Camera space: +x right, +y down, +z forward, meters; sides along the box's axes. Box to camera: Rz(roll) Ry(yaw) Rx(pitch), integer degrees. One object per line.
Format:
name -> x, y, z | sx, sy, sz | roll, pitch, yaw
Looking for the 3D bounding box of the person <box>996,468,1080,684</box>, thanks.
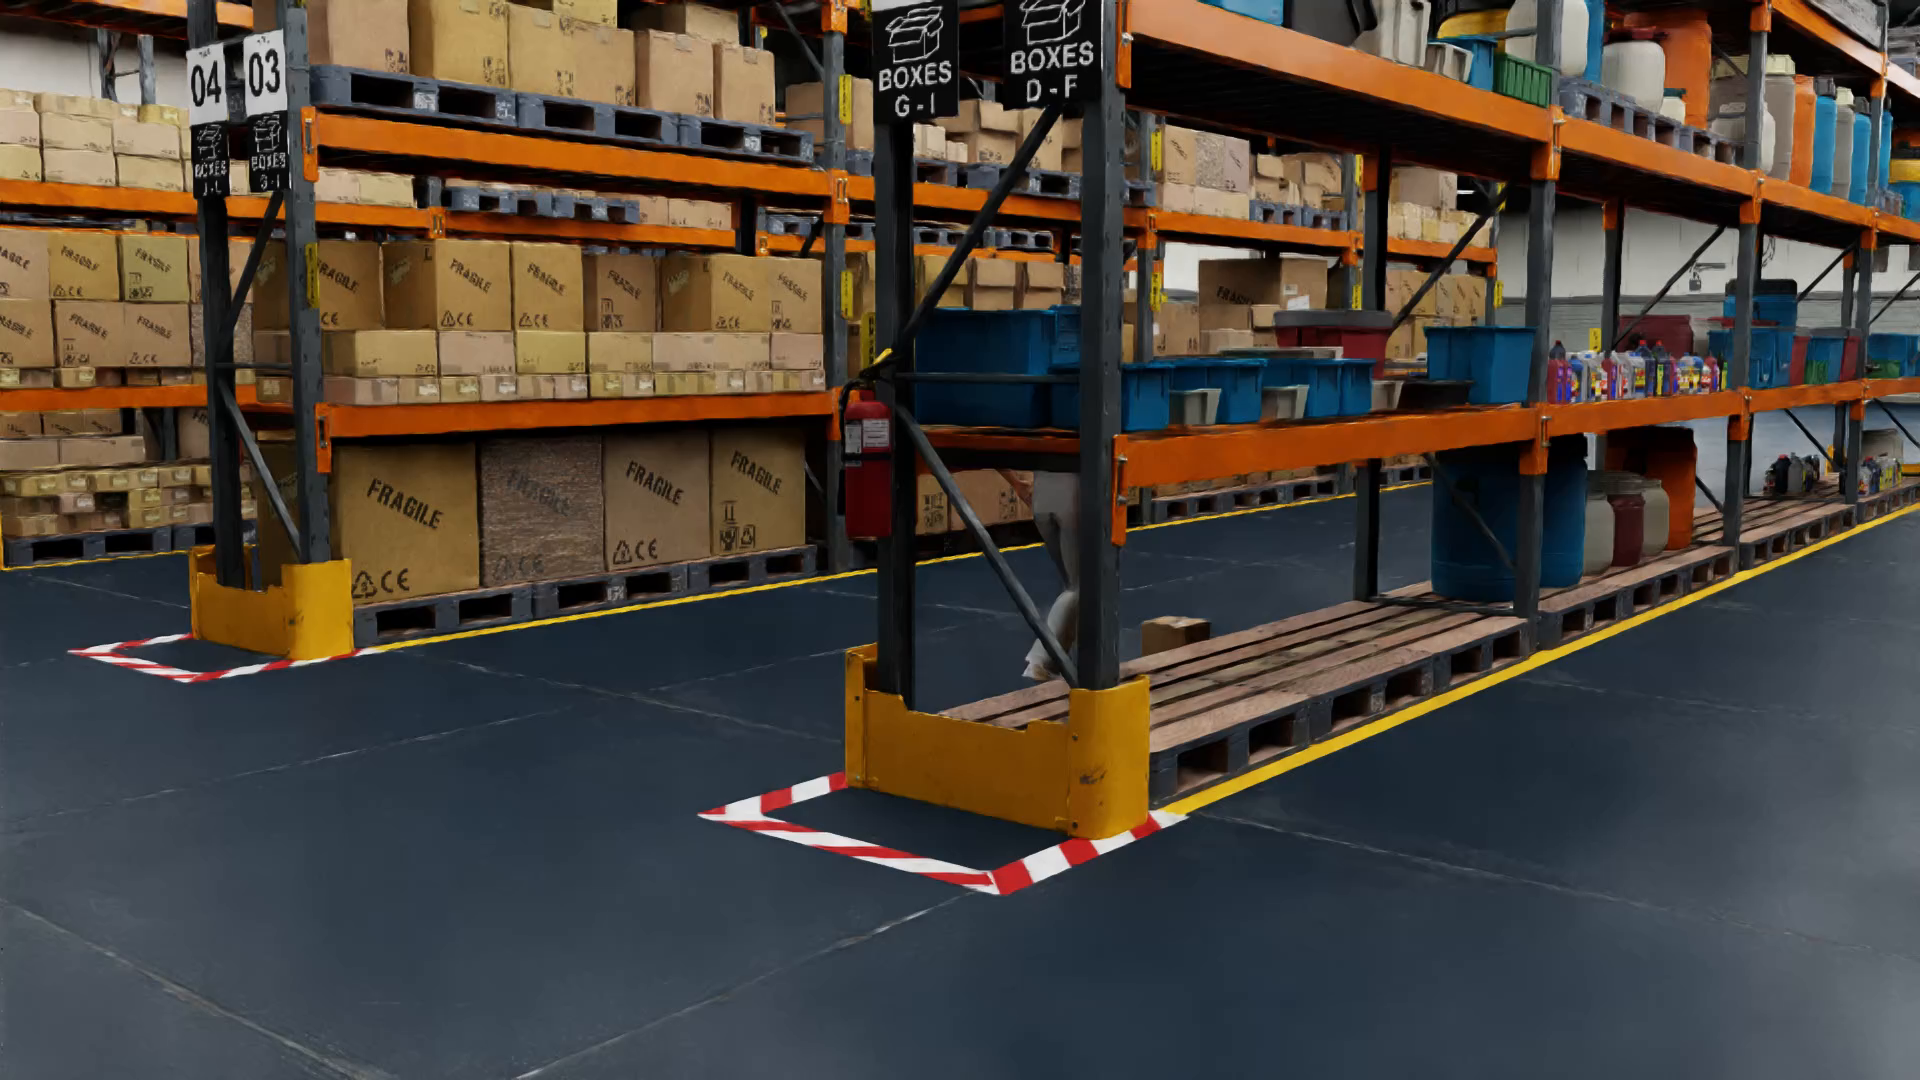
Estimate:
person -> 0.565, -0.123, 7.855 | 0.527, 1.647, 0.797 | 6, 9, 42
